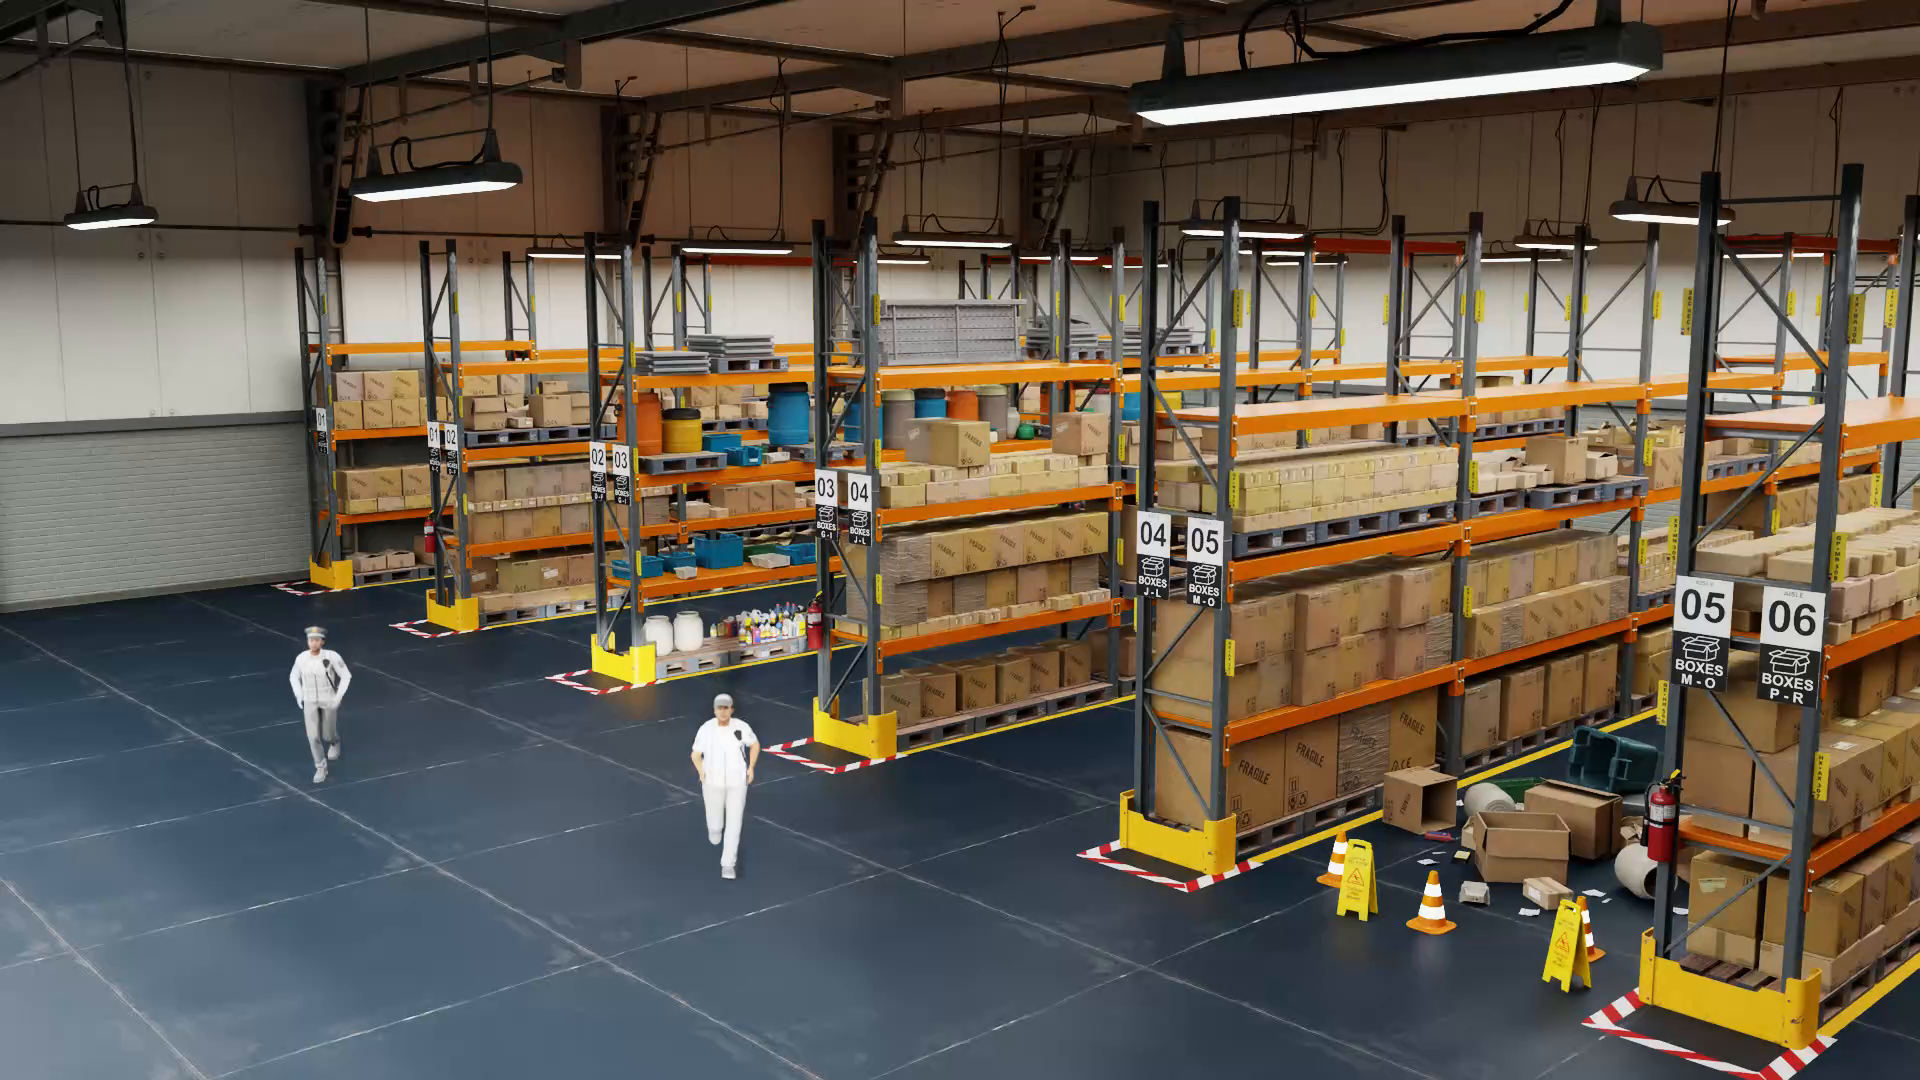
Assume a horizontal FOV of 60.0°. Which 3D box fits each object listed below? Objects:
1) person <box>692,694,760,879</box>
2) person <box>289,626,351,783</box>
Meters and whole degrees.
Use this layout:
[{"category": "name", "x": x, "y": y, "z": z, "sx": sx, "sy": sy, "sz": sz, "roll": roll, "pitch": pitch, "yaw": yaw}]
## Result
[{"category": "person", "x": -2.106, "y": 2.186, "z": 15.022, "sx": 0.621, "sy": 1.624, "sz": 0.769, "roll": -1, "pitch": 8, "yaw": -9}, {"category": "person", "x": -6.912, "y": 1.731, "z": 18.001, "sx": 0.642, "sy": 1.663, "sz": 0.681, "roll": -2, "pitch": 9, "yaw": -12}]
